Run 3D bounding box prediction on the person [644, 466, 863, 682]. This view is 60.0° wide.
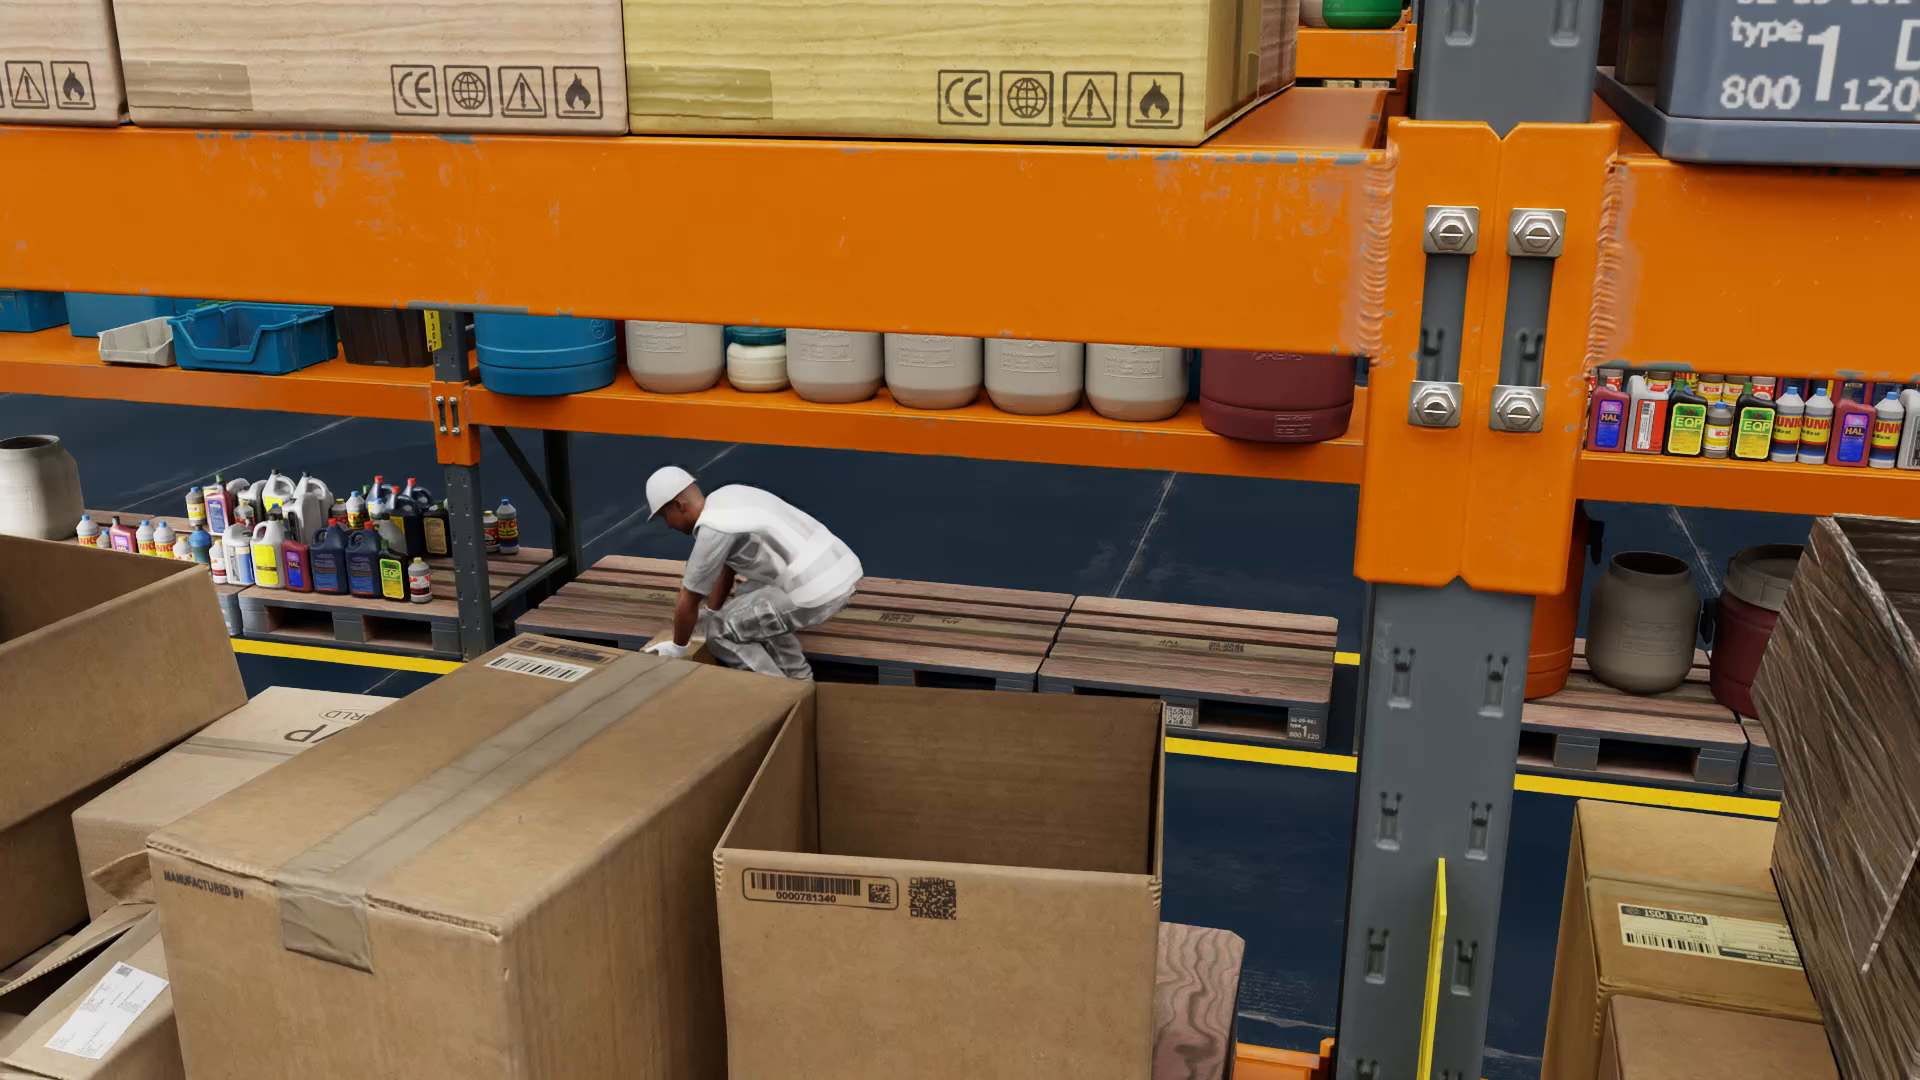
[{"bbox_3d":[-0.874,0.222,7.011,0.888,1.061,0.580,5,19,14],"label":"person"}]
